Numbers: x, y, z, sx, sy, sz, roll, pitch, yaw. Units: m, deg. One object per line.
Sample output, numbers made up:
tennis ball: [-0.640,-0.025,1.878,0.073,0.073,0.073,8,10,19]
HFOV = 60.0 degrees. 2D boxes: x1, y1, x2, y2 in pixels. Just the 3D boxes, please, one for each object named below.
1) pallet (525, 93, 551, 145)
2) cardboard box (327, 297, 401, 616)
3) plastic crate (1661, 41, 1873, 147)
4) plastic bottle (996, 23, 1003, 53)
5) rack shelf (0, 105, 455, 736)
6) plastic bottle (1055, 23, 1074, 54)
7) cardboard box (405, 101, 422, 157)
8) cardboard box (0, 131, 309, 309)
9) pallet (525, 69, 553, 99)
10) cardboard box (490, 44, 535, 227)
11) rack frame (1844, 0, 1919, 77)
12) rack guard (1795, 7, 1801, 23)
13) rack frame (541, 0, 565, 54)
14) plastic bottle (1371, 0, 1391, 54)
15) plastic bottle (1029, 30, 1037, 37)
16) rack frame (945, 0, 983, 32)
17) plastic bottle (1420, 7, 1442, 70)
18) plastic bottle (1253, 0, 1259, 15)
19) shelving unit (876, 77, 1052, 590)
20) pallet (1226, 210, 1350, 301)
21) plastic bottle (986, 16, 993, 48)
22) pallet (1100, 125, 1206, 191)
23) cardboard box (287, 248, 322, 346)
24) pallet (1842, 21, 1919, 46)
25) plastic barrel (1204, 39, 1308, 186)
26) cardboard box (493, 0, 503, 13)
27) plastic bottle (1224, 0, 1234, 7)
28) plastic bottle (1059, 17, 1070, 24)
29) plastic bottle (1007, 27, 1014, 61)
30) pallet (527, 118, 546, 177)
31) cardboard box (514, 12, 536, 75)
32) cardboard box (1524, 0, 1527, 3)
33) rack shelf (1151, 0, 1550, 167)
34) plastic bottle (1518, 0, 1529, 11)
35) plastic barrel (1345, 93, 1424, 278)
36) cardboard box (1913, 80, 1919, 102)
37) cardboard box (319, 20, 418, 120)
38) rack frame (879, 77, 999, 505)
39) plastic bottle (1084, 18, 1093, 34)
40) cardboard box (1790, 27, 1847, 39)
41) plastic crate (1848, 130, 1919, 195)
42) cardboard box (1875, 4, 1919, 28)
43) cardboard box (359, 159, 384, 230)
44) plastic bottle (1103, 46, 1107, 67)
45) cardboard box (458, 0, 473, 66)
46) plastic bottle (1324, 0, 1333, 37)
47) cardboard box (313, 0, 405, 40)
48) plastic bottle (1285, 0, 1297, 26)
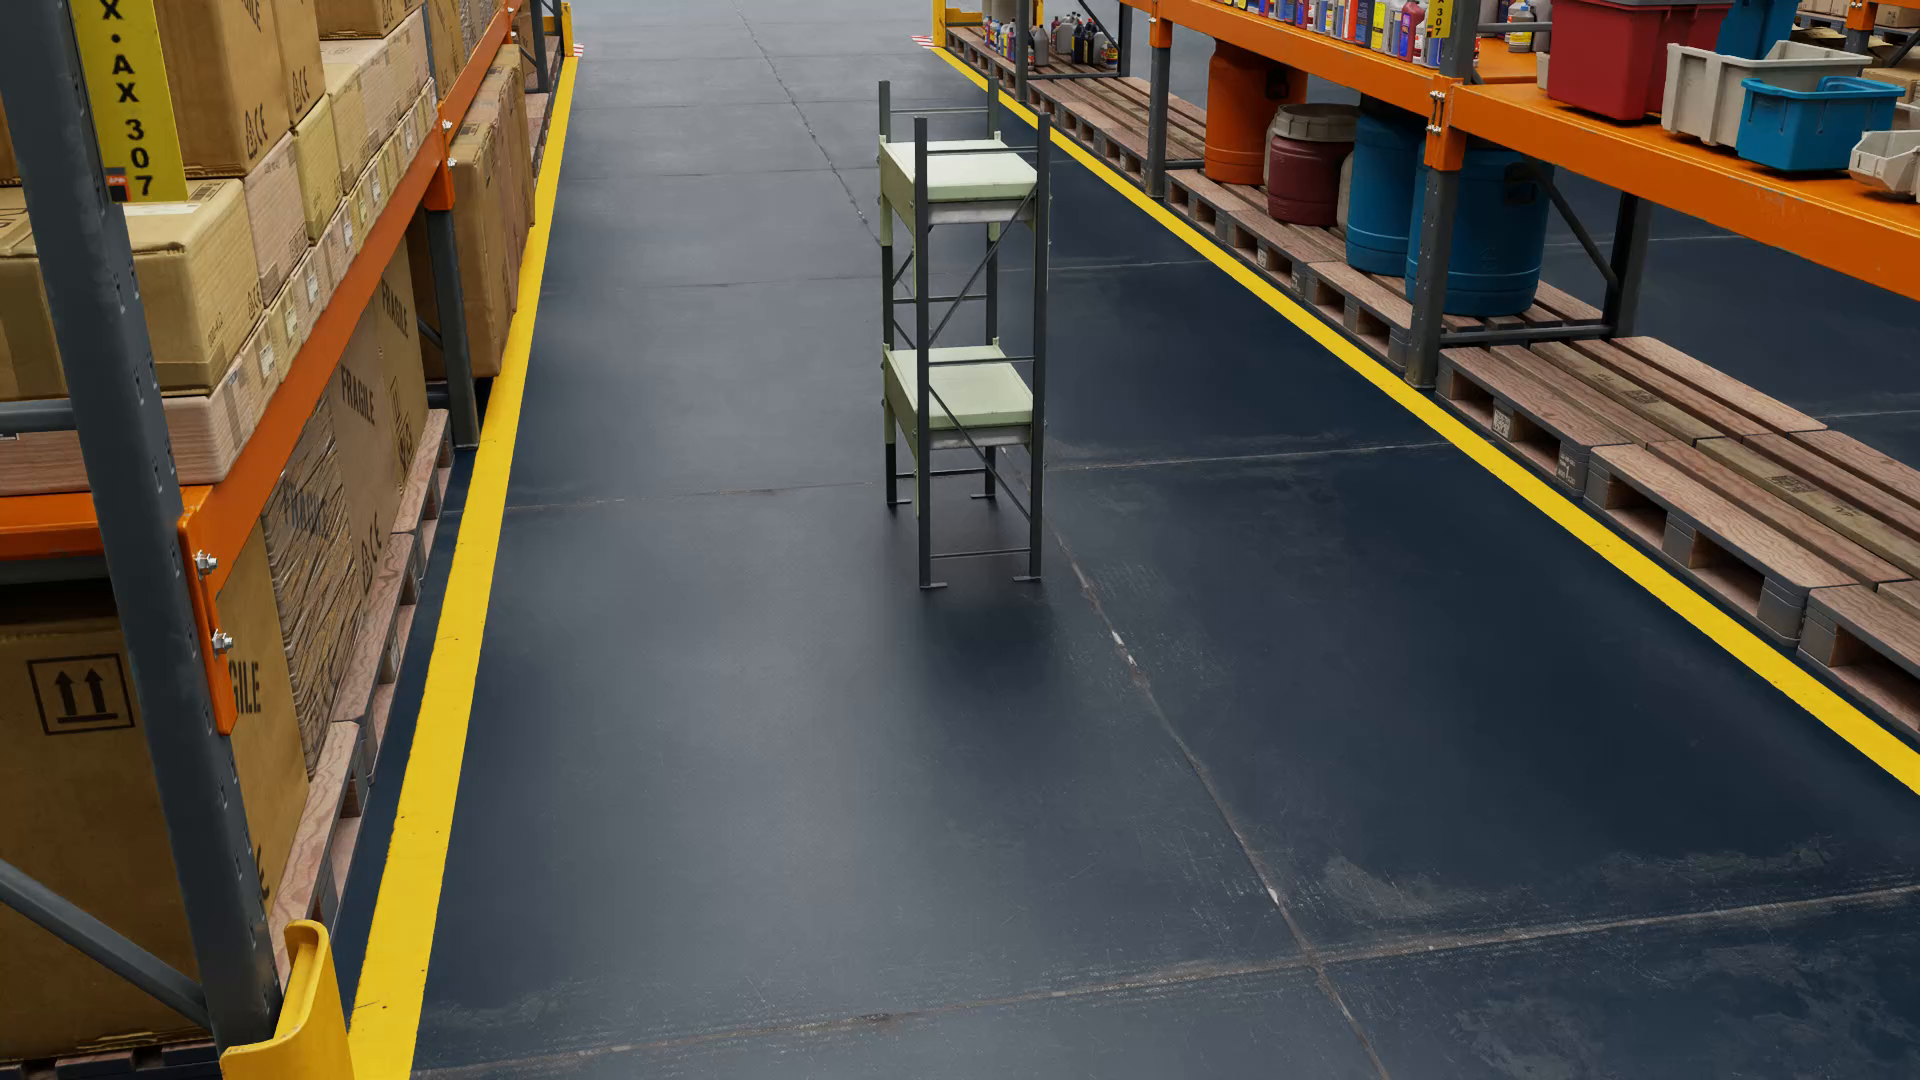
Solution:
pallet: [-3.739,-3.281,12.999,1.003,0.211,1.213,-4,24,-10]
cardboard box: [-2.195,-0.318,4.860,0.875,0.875,0.875,-4,24,-10]
plastic crate: [2.564,-1.444,5.381,0.437,0.282,0.530,-4,24,-10]
plastic bottle: [0.392,-4.766,15.774,0.097,0.271,0.097,0,24,0]
rack shelf: [-2.035,-0.602,4.280,1.077,0.370,4.000,-4,24,-10]
plastic bottle: [0.987,-4.754,15.740,0.152,0.276,0.135,-4,24,-10]
cardboard box: [-1.932,-1.305,5.305,0.380,0.149,0.250,-5,24,-11]
cardboard box: [-1.591,-0.625,3.250,0.500,0.250,0.500,-5,24,-10]
pallet: [-4.043,-3.849,14.299,1.003,0.211,1.213,-4,24,-10]
cardboard box: [-3.038,-2.238,9.255,1.225,0.875,0.875,-5,24,-12]
rack frame: [6.591,-4.023,11.215,1.000,3.000,0.127,-4,24,-10]
rack guard: [9.994,-6.363,19.694,1.175,0.500,0.348,-4,24,-10]
rack frame: [-4.624,-6.438,16.744,1.000,3.000,0.127,-4,24,-10]
plastic bottle: [1.971,-2.400,7.558,0.144,0.351,0.185,-4,24,-10]
plastic bottle: [0.686,-4.513,15.190,0.152,0.276,0.135,-4,24,-10]
rack frame: [0.243,-6.805,17.583,1.000,3.000,0.127,-4,24,-10]
plastic bottle: [2.072,-2.159,7.101,0.152,0.276,0.135,-4,24,-10]
plastic bottle: [1.651,-2.994,9.018,0.097,0.271,0.097,0,24,0]
shelving unit: [-0.001,-0.690,5.456,0.431,1.500,0.755,-4,24,-10]
pallet: [2.132,-1.595,9.137,1.003,0.211,1.213,-4,24,-10]
plastic bottle: [0.296,-4.935,16.146,0.061,0.283,0.133,-4,24,-9]
pallet: [1.618,-2.688,11.641,1.003,0.211,1.213,-4,24,-10]
cardboard box: [-1.553,-0.498,3.456,0.380,0.149,0.250,-5,24,-11]
pallet: [10.331,-5.429,17.918,1.003,0.211,1.213,-4,24,-10]
plastic barrel: [1.830,-2.665,10.291,0.600,0.830,0.708,-4,24,-10]
cardboard box: [-2.810,-3.162,9.117,0.500,0.500,0.500,-4,24,-8]
plastic bottle: [1.551,-3.173,9.412,0.061,0.283,0.133,-4,24,-10]
plastic bottle: [1.034,-4.967,16.229,0.152,0.276,0.135,-4,24,-9]
plastic bottle: [0.474,-4.557,15.280,0.061,0.283,0.133,-3,24,-6]
pallet: [-3.510,-2.800,11.898,1.003,0.211,1.213,-4,24,-10]
cardboard box: [-4.032,-4.297,14.440,0.500,0.500,0.500,3,24,7]
cardboard box: [5.470,-5.237,15.966,0.500,0.500,0.500,-4,24,-10]
rack shelf: [2.093,-2.542,8.721,1.077,0.370,4.000,-4,24,-10]
plastic bottle: [2.671,-2.434,7.824,0.097,0.201,0.097,0,24,0]
plastic barrel: [2.248,-1.810,8.243,0.600,0.901,0.708,-4,24,-10]
cardboard box: [6.497,-2.674,10.698,0.500,0.500,0.500,-5,24,-12]
cardboard box: [-1.967,-1.428,5.089,0.500,0.250,0.500,-4,24,-8]
rack frame: [-0.069,-0.834,5.785,0.400,1.500,0.023,-4,24,-10]
plastic bottle: [1.207,-4.642,15.390,0.144,0.351,0.185,-5,24,-12]
cardboard box: [6.586,-3.847,13.021,0.500,0.311,0.500,-5,24,-11]
plastic crate: [2.686,-1.064,4.692,0.298,0.136,0.250,-4,24,-10]
cardboard box: [10.211,-5.799,17.854,0.700,0.500,0.500,-6,24,-13]
cardboard box: [-1.743,-0.902,4.381,0.380,0.149,0.250,-4,24,-9]
plastic bottle: [1.336,-4.349,14.906,0.097,0.201,0.097,0,24,0]
cardboard box: [-2.430,-2.358,7.277,0.500,0.500,0.500,-5,24,-11]
plastic bottle: [1.838,-2.564,8.120,0.097,0.201,0.097,0,24,0]
cardboard box: [-1.969,-1.771,4.937,0.500,0.500,0.500,-4,24,-9]
plastic bottle: [1.767,-2.833,8.550,0.144,0.351,0.185,-4,24,-10]
